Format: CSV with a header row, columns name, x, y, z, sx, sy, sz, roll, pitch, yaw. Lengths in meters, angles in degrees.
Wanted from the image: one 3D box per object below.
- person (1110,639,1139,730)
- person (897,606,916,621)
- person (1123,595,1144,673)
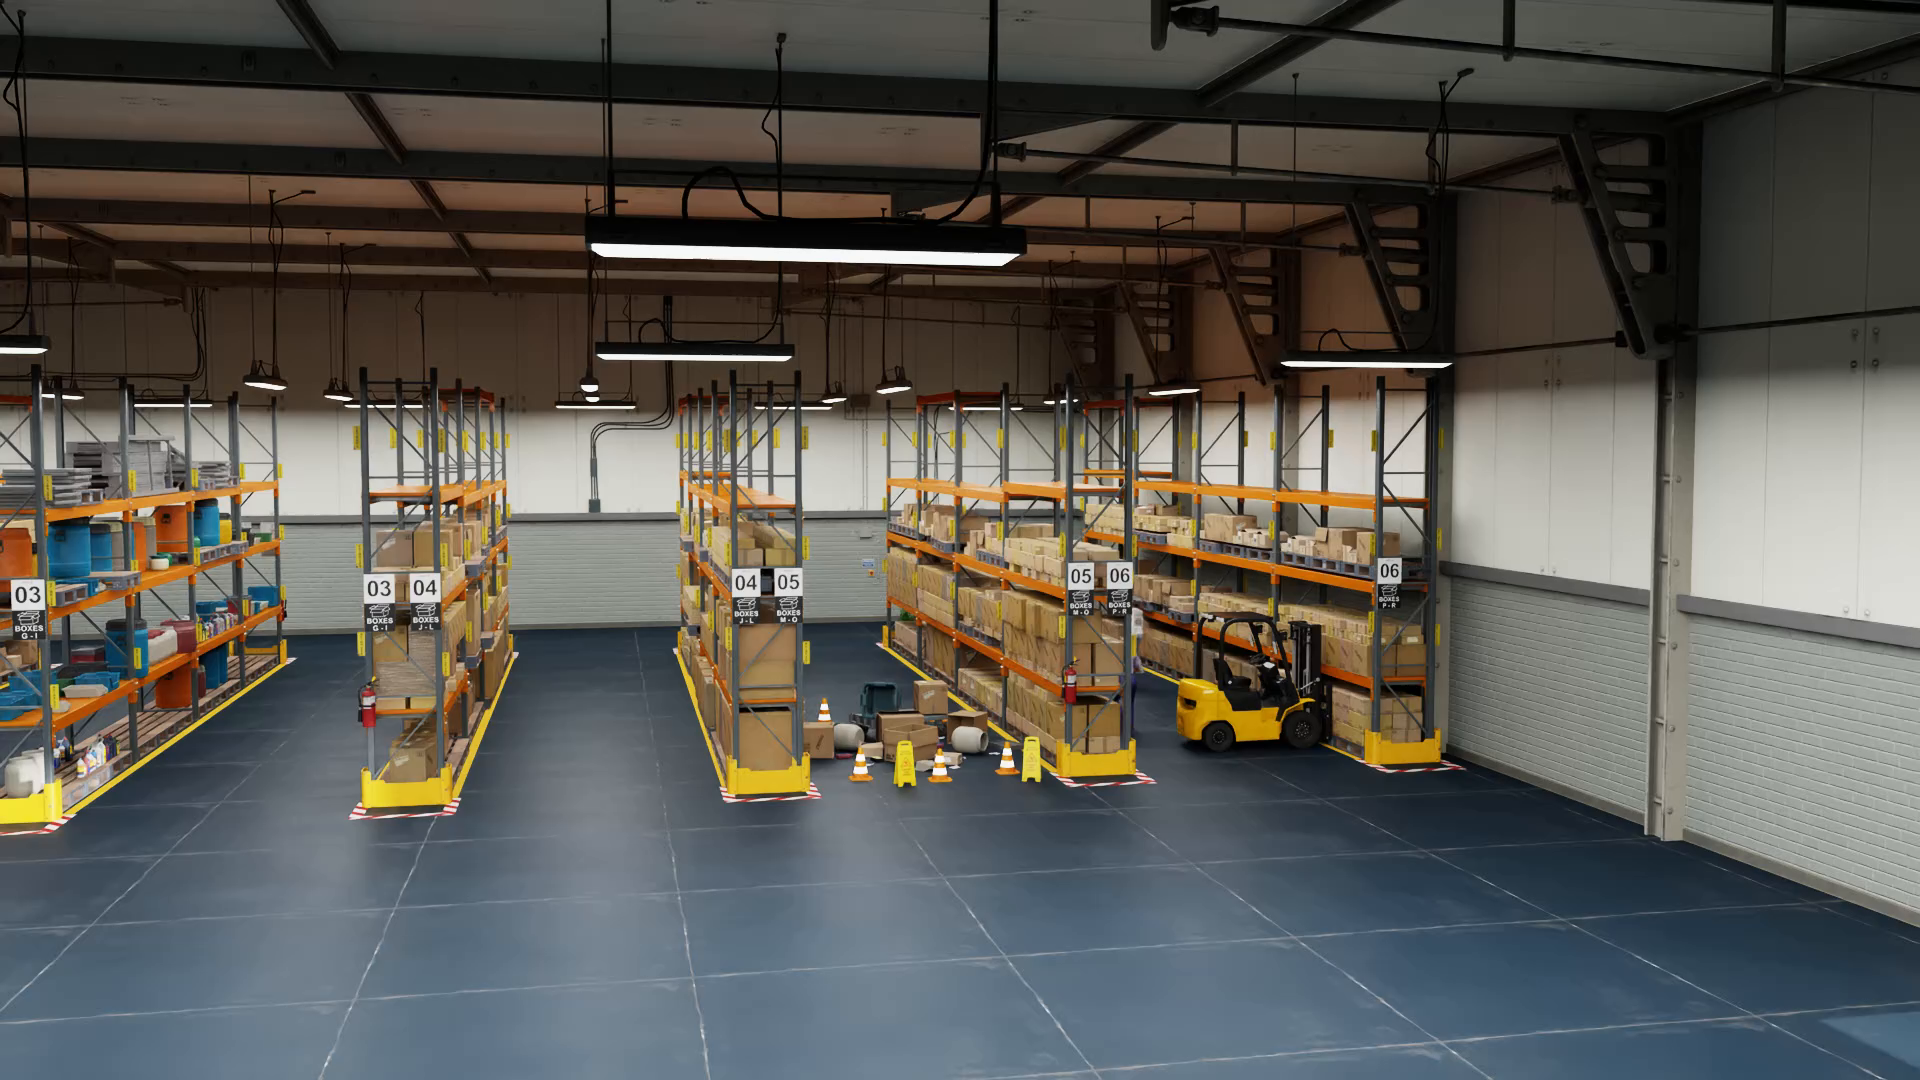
name,x,y,z,sx,sy,sz,roll,pitch,yaw
person,2.866,2.513,29.104,0.585,1.532,0.722,-1,3,-9
person,-1.333,1.597,42.438,0.929,1.759,0.521,-2,4,-32
person,3.571,1.950,33.852,0.481,1.641,0.597,-2,4,-31
